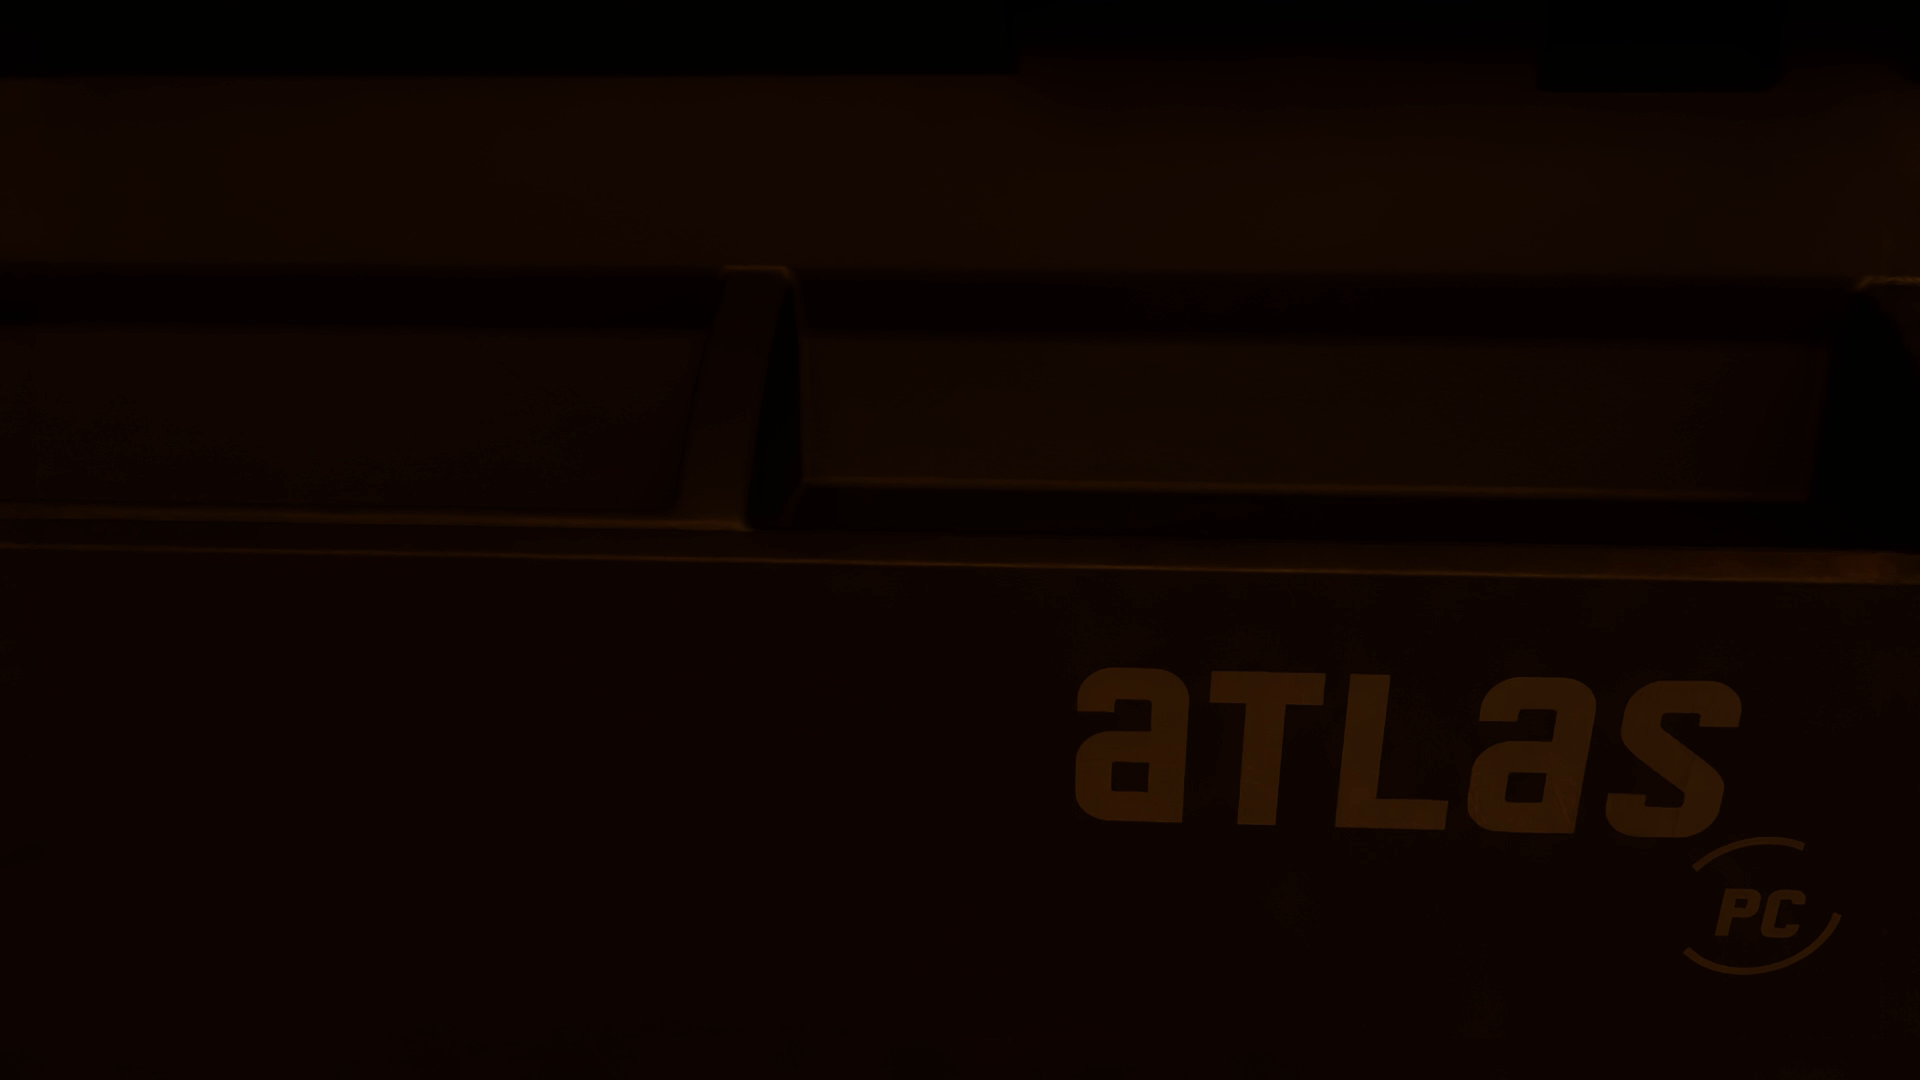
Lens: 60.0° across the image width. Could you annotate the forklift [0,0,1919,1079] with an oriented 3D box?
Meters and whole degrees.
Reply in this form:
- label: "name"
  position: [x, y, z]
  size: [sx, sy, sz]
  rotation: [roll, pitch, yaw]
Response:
- label: "forklift"
  position: [-0.087, -0.419, 0.279]
  size: [1.130, 2.935, 3.031]
  rotation: [1, 17, 3]
